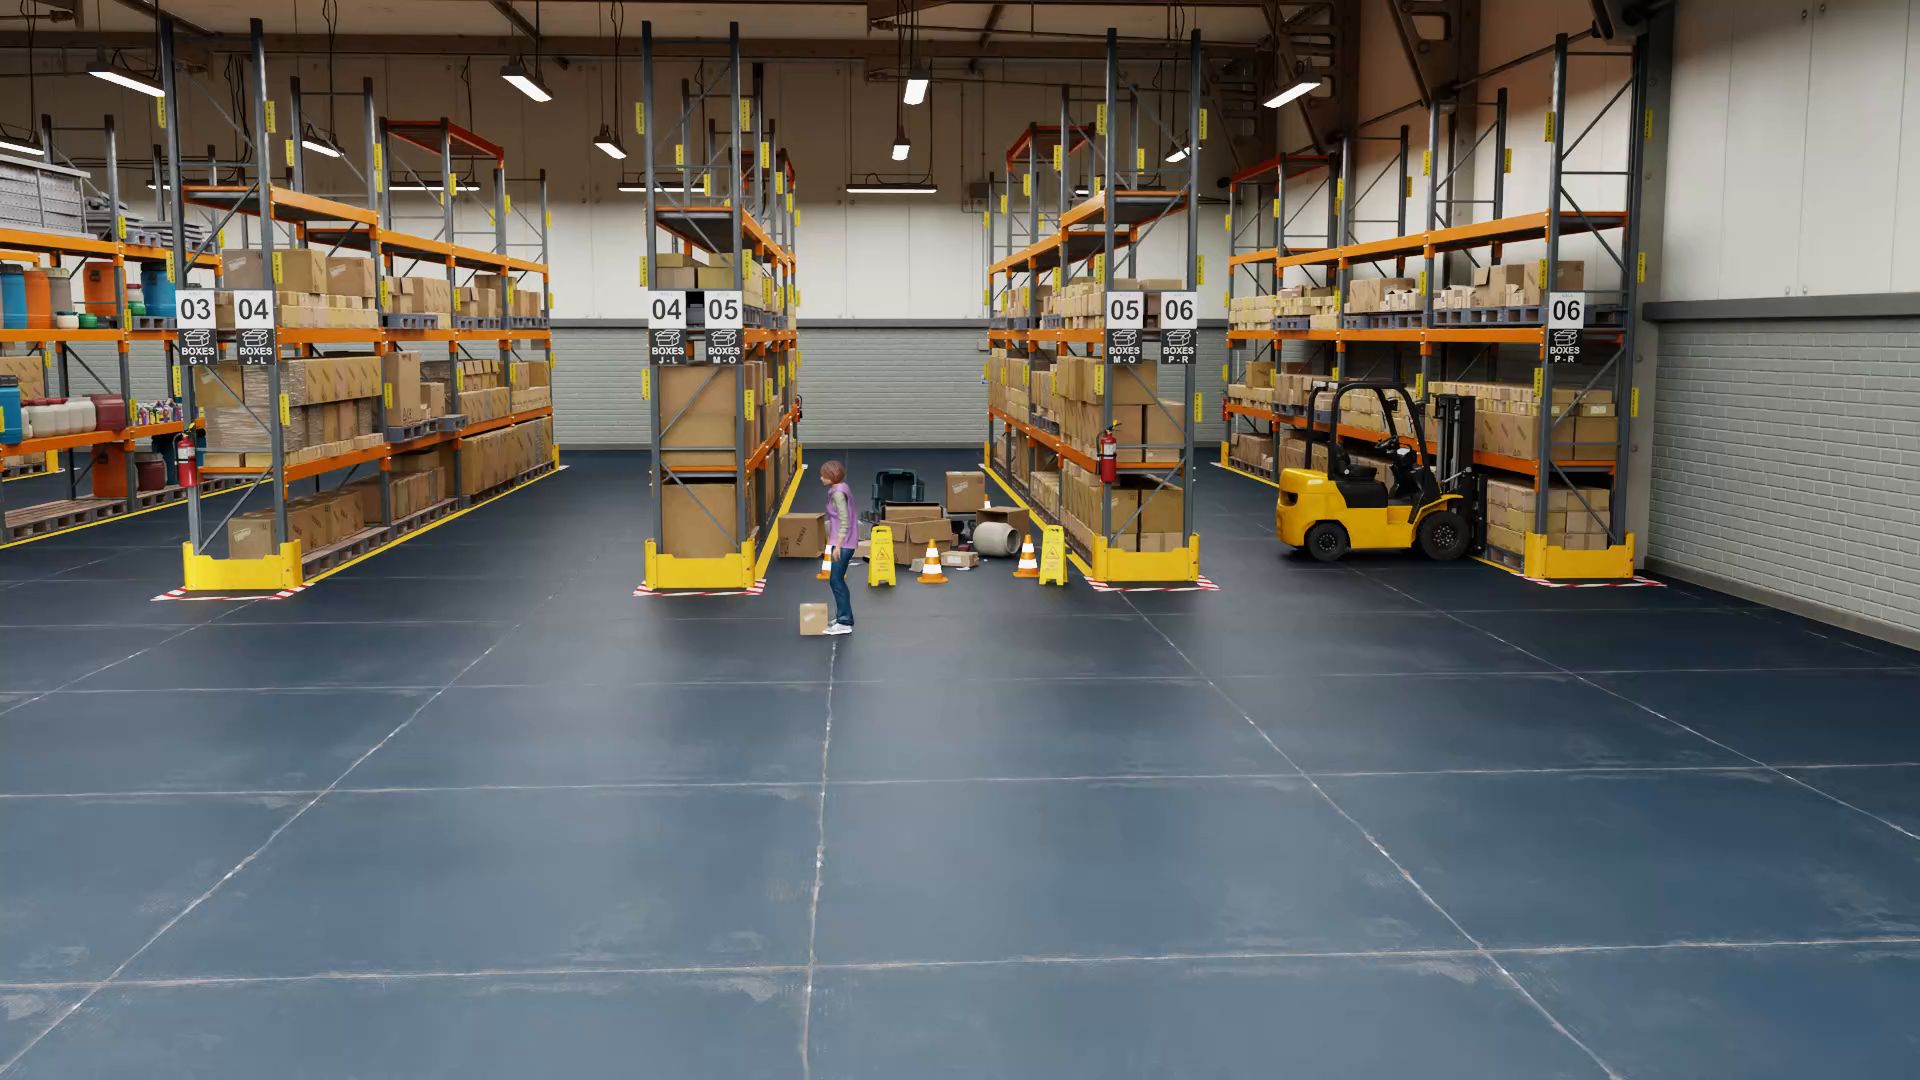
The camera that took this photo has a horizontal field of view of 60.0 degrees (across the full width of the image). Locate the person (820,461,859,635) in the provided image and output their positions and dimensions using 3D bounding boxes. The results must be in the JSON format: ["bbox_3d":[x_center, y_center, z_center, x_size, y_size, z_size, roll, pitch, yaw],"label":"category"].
[{"bbox_3d":[-1.108,0.068,15.303,0.341,1.582,0.485,-1,7,-7],"label":"person"}]
